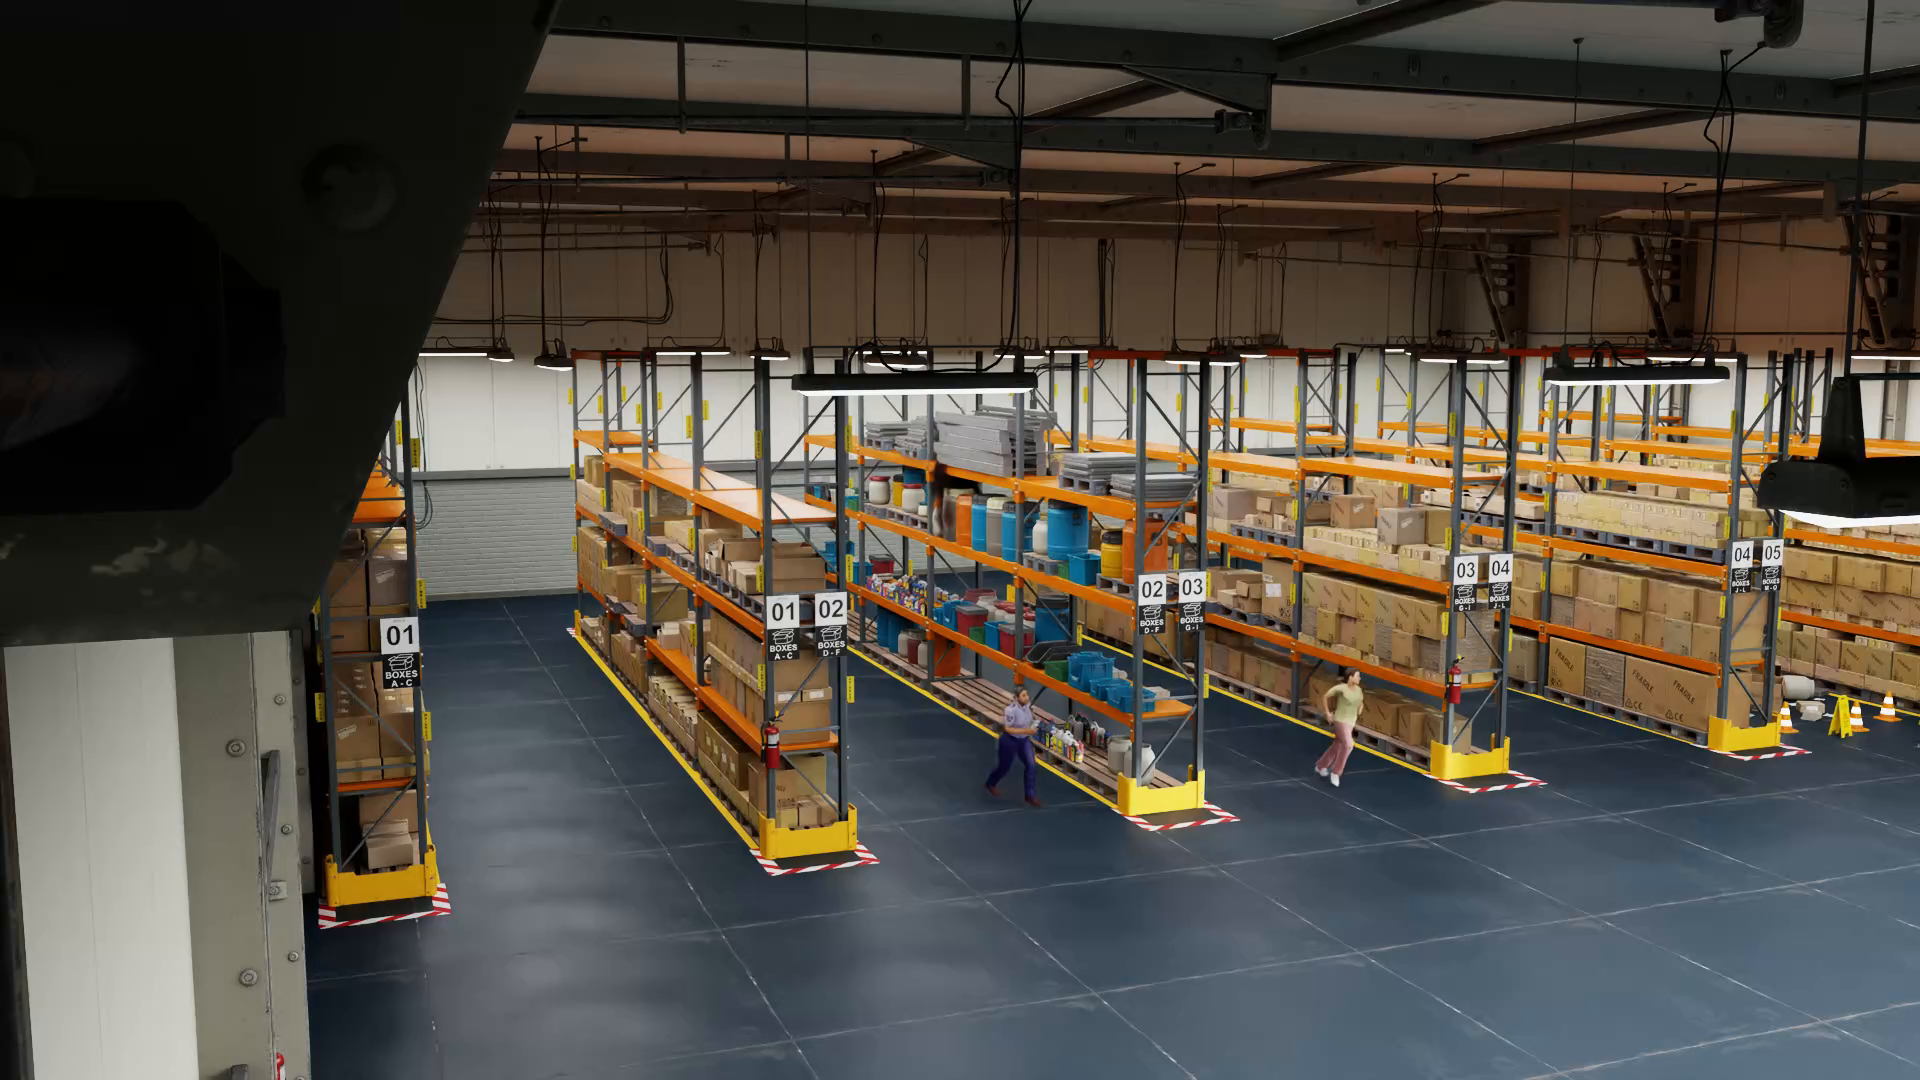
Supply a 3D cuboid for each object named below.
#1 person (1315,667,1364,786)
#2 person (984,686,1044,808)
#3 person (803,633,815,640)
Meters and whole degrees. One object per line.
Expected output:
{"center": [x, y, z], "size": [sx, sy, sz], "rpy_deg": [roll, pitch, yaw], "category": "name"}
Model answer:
{"center": [5.368, 2.588, 23.529], "size": [0.722, 1.610, 0.724], "rpy_deg": [-4, 8, -32], "category": "person"}
{"center": [0.714, 2.751, 22.408], "size": [0.954, 1.638, 0.613], "rpy_deg": [7, 10, 44], "category": "person"}
{"center": [-2.999, 1.614, 31.292], "size": [0.714, 1.670, 0.867], "rpy_deg": [-5, 8, -33], "category": "person"}
